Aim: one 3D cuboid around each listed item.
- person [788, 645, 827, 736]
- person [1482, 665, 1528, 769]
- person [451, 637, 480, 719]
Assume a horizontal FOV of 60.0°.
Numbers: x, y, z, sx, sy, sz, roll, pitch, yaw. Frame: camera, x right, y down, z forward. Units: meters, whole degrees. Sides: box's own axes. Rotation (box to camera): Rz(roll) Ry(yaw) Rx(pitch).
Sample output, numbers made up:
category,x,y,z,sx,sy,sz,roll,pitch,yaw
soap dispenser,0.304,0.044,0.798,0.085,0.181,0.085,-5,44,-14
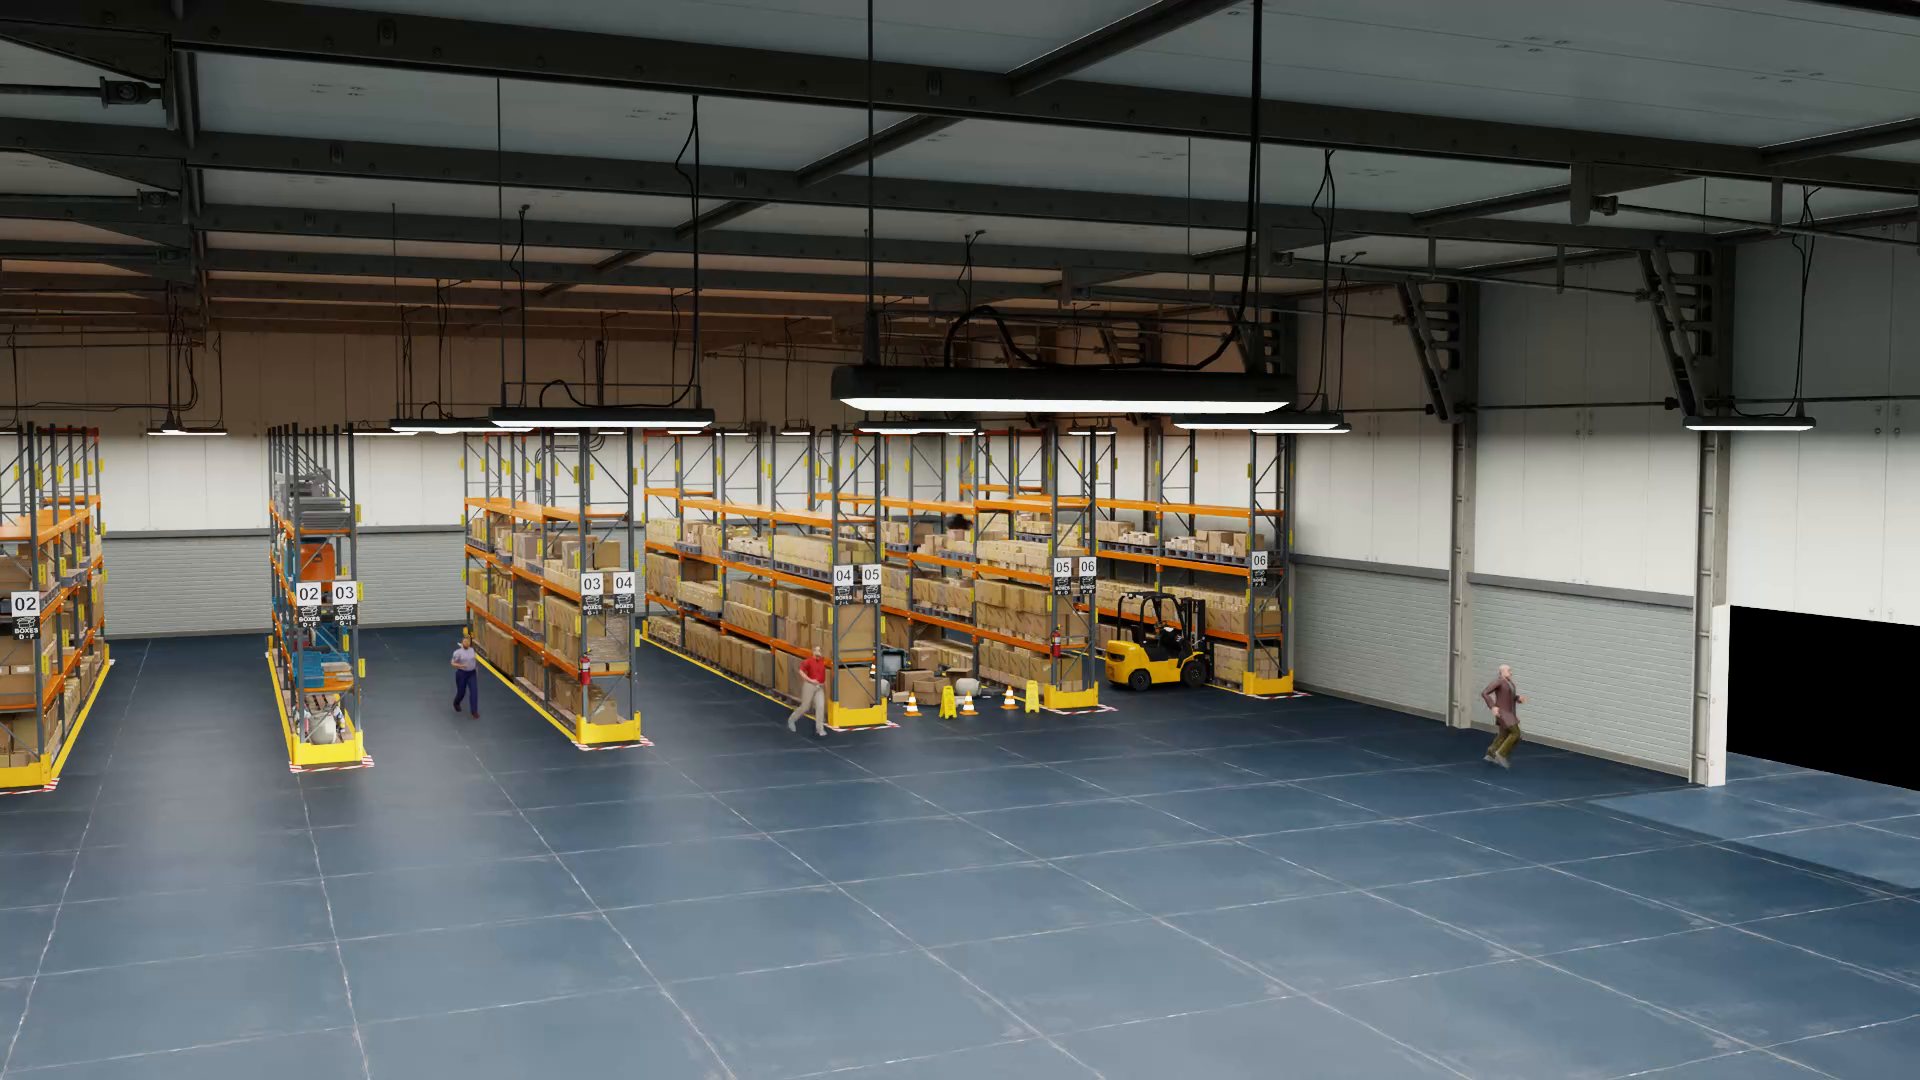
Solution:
category,x,y,z,sx,sy,sz,roll,pitch,yaw
person,-2.814,2.897,32.228,0.974,1.699,0.735,3,5,43
person,9.506,3.071,28.955,0.773,1.799,0.673,3,5,39
person,-10.138,2.803,34.124,0.606,1.648,0.924,-3,5,-39
